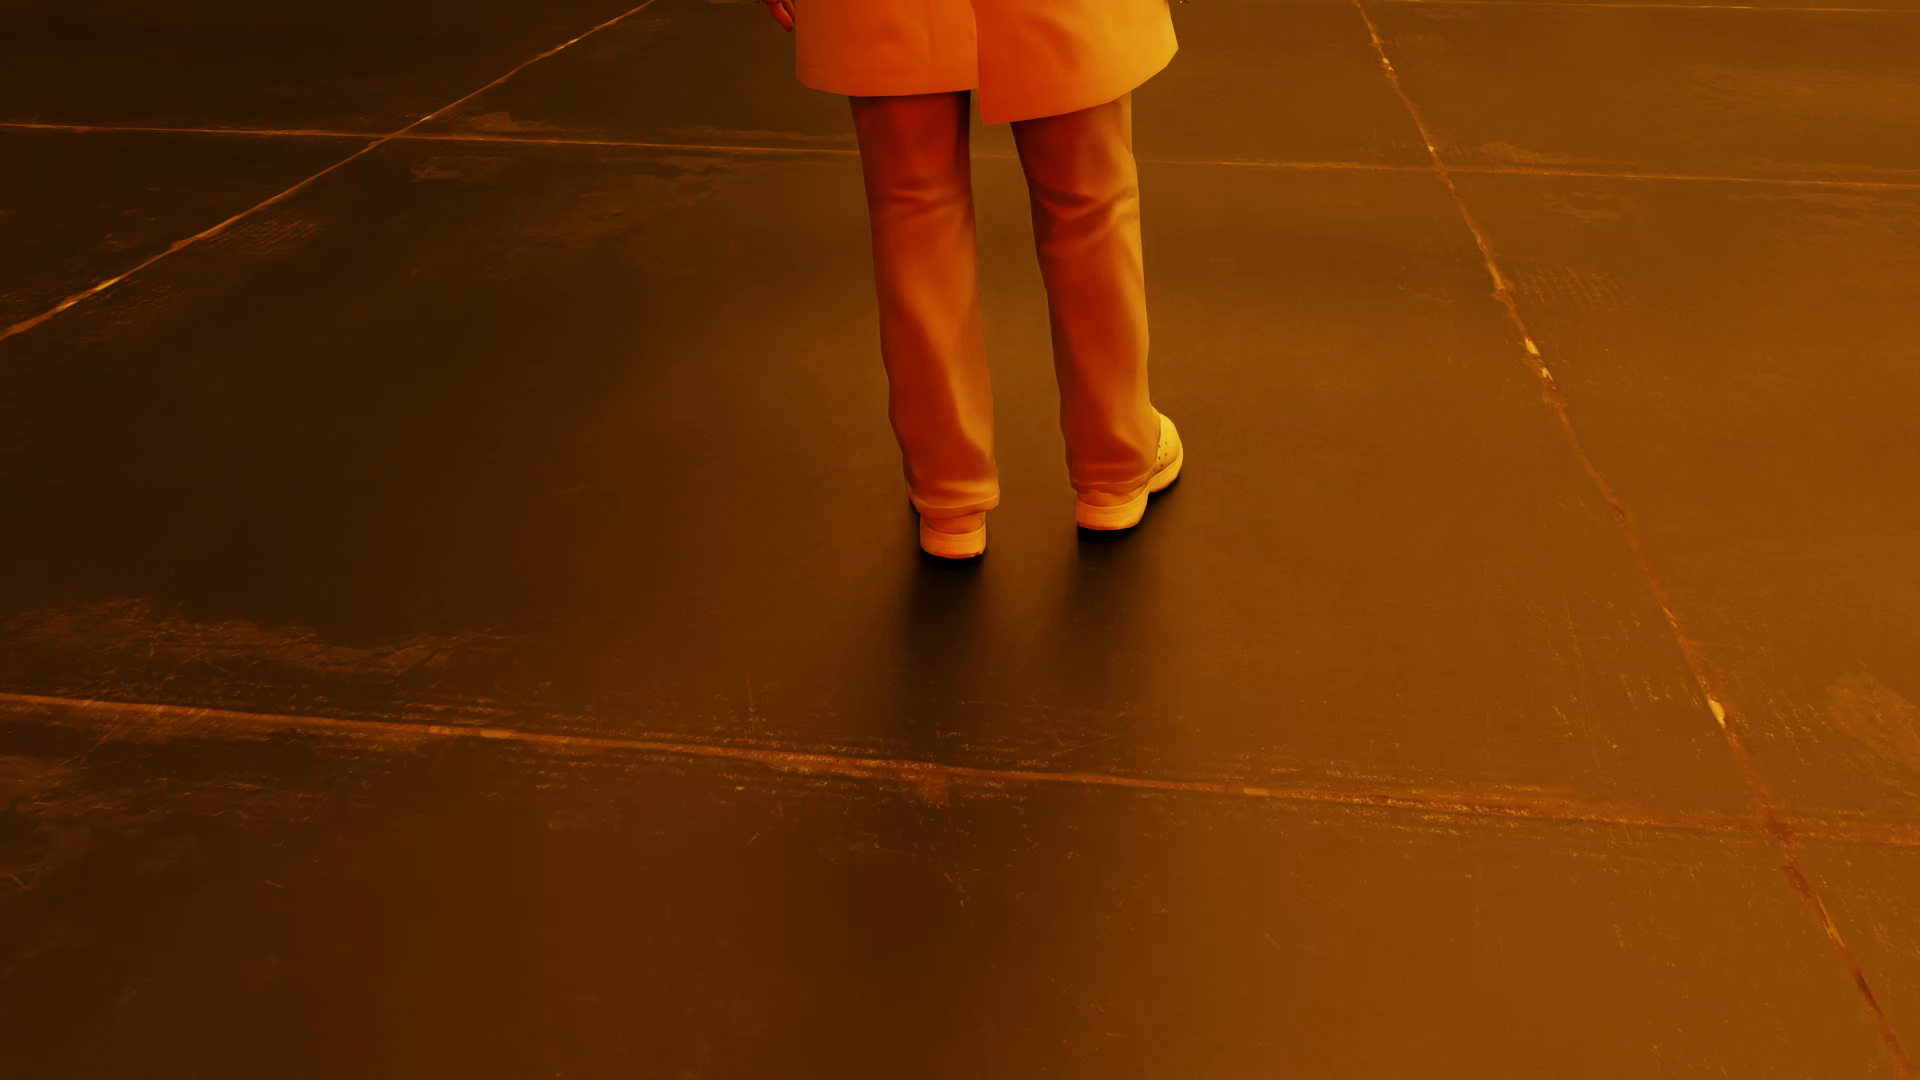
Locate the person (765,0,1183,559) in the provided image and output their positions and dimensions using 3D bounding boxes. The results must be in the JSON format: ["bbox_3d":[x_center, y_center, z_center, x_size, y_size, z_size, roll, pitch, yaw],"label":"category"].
[{"bbox_3d":[0.016,-0.840,2.176,0.697,1.776,0.571,3,27,7],"label":"person"}]
